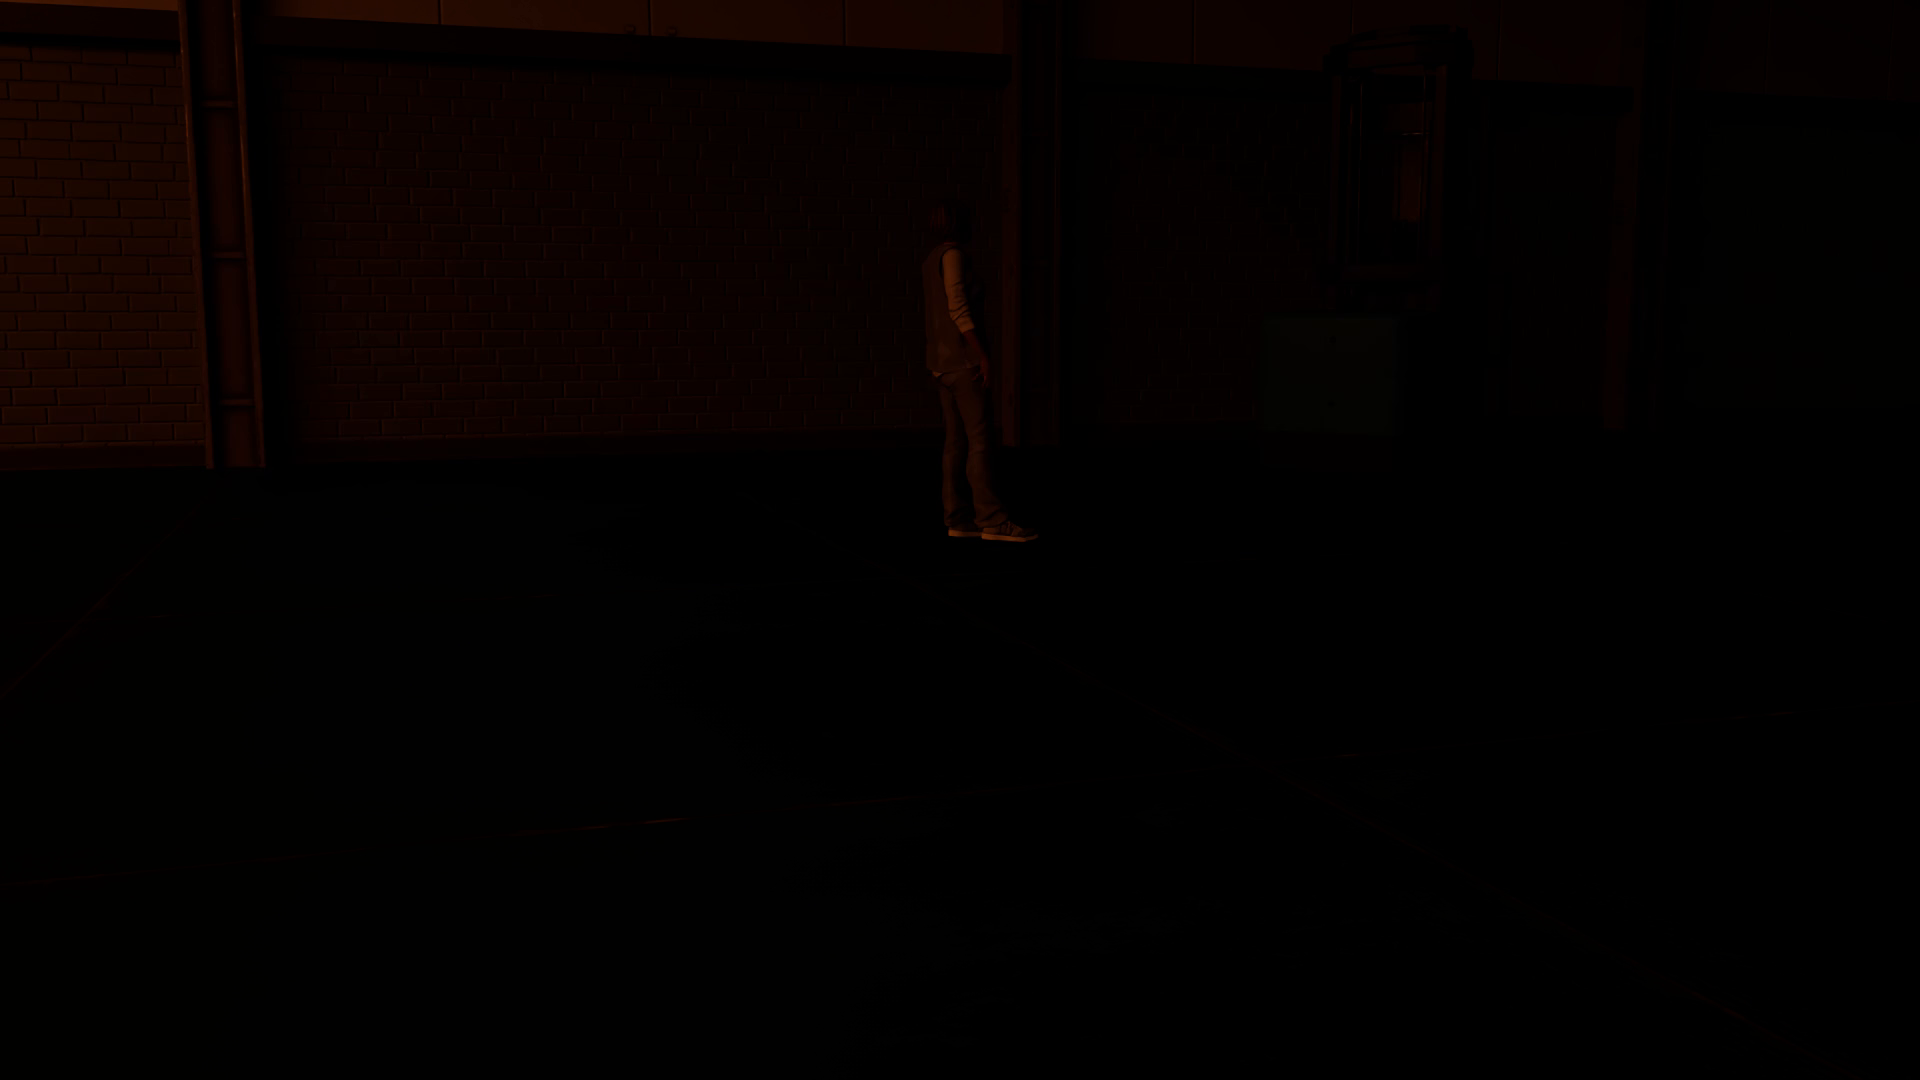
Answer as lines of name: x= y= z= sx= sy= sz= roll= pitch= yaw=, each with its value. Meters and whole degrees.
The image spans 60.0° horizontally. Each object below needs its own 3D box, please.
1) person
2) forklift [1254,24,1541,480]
person: x=0.075 y=-0.800 z=7.825 sx=0.473 sy=1.599 sz=0.520 roll=-3 pitch=8 yaw=-18
forklift: x=3.254 y=-1.983 z=11.628 sx=1.130 sy=2.935 sz=3.031 roll=6 pitch=10 yaw=38
